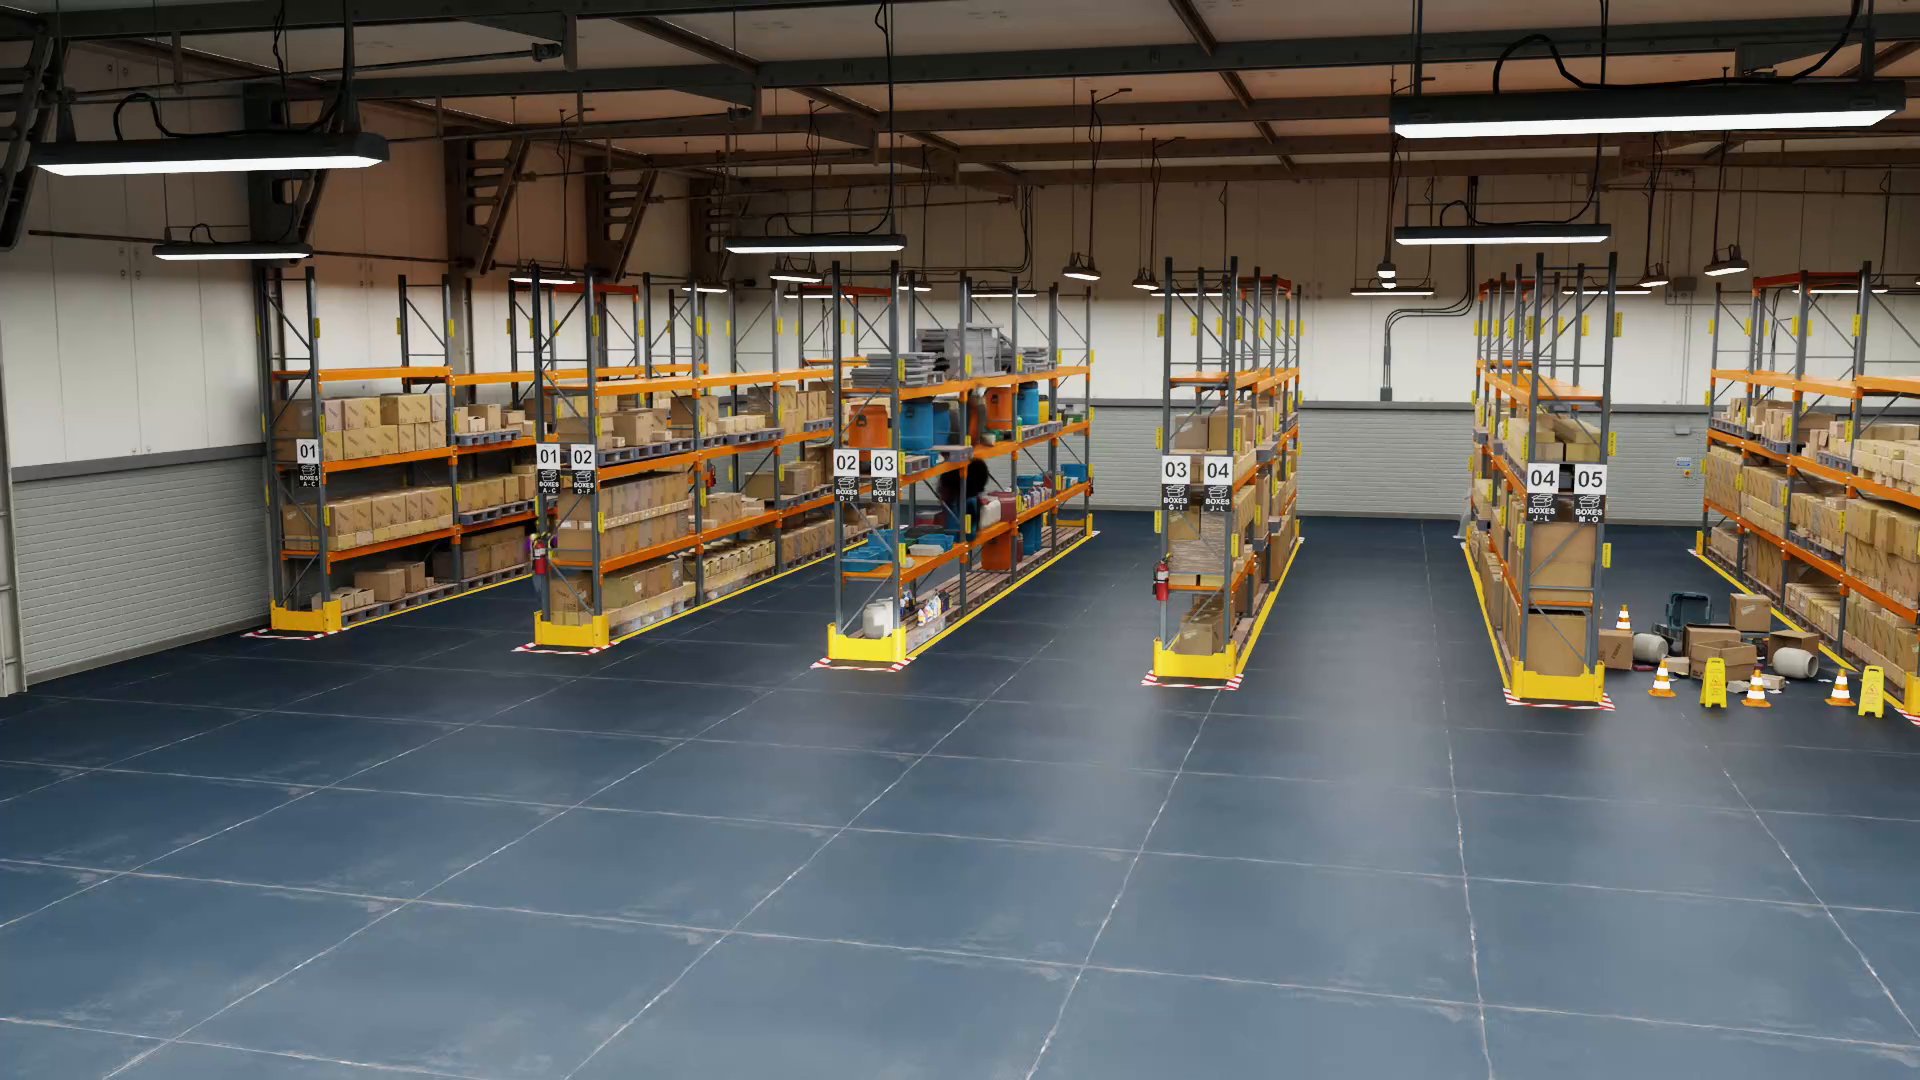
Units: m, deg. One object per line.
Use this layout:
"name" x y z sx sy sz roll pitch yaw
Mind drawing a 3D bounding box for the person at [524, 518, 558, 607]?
"person" -7.227 0.499 28.722 0.677 1.772 0.649 1 7 10

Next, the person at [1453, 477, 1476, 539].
"person" 12.143 -0.790 39.327 0.829 1.602 0.717 1 7 10
